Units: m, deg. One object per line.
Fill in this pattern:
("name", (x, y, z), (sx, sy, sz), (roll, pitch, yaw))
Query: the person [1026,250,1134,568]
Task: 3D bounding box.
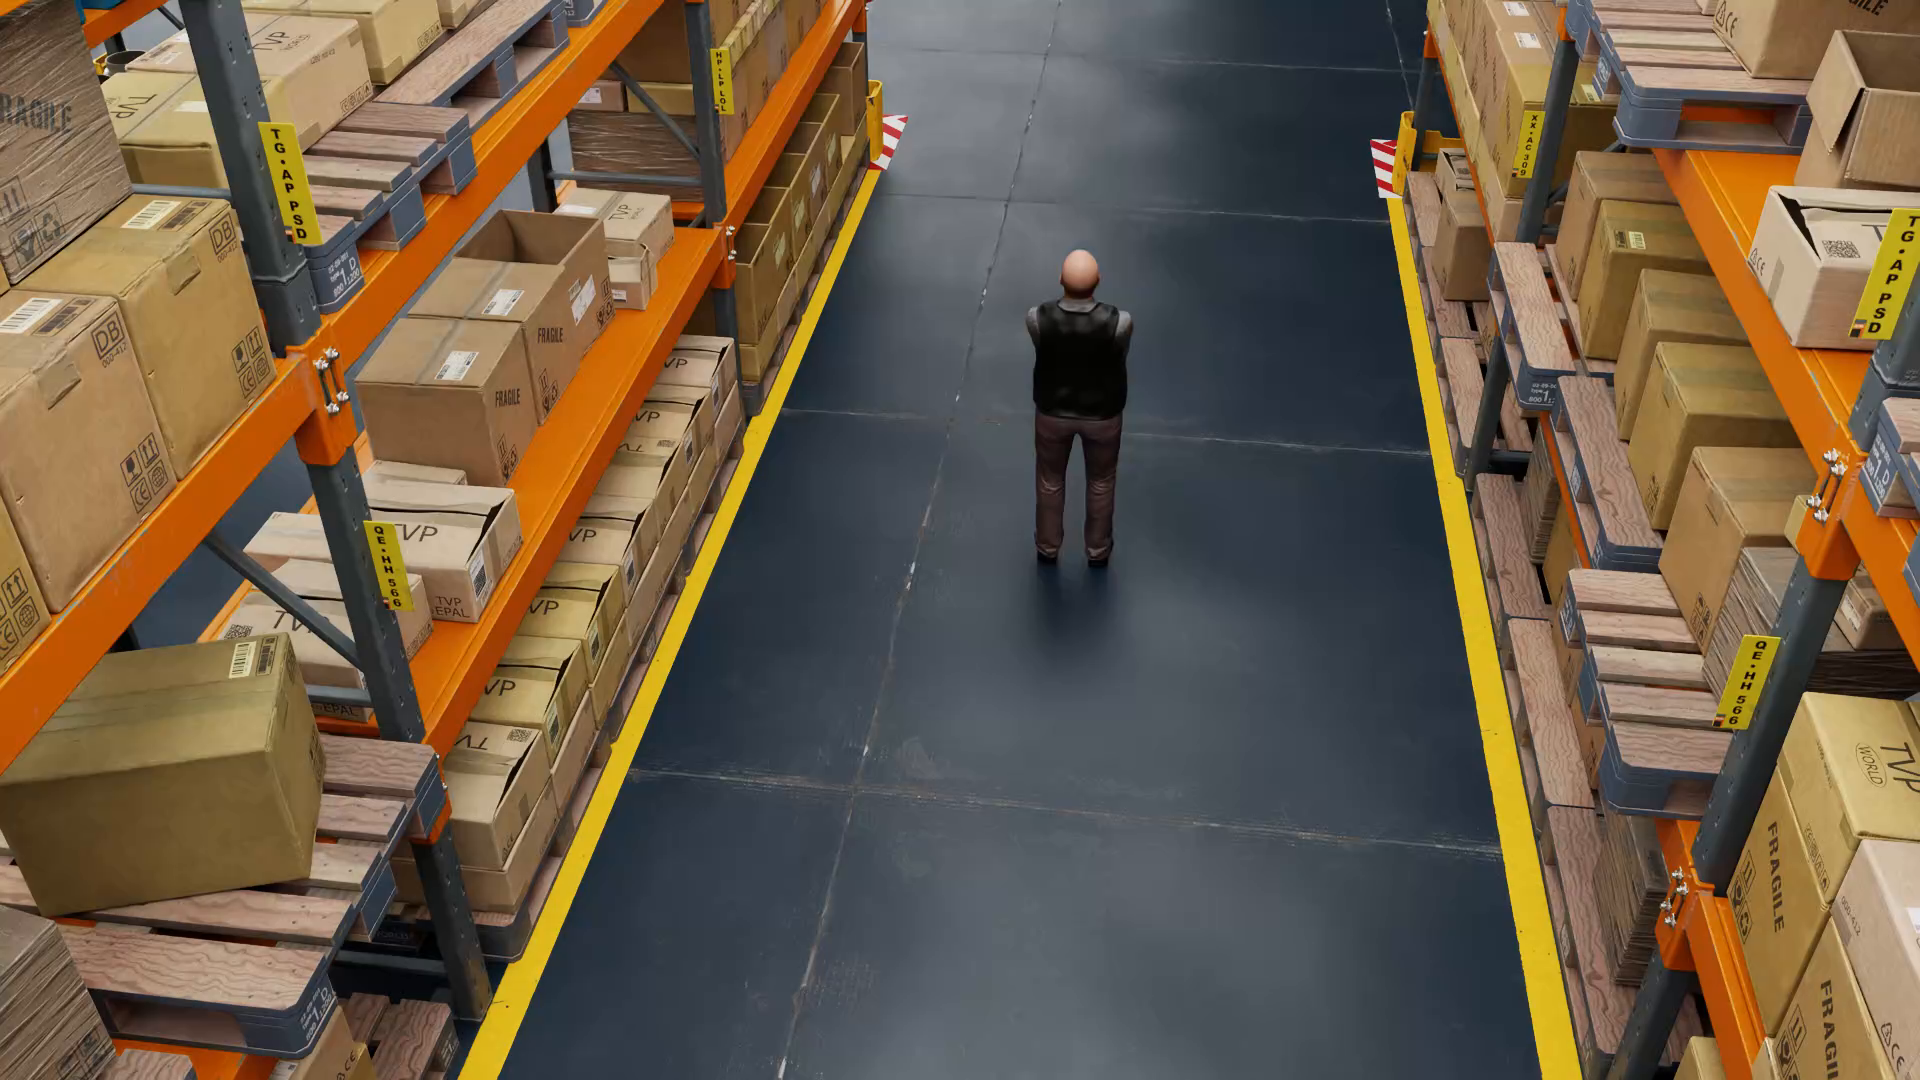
("person", (0.562, -0.668, 7.993), (0.494, 1.711, 0.551), (4, 36, 6))
